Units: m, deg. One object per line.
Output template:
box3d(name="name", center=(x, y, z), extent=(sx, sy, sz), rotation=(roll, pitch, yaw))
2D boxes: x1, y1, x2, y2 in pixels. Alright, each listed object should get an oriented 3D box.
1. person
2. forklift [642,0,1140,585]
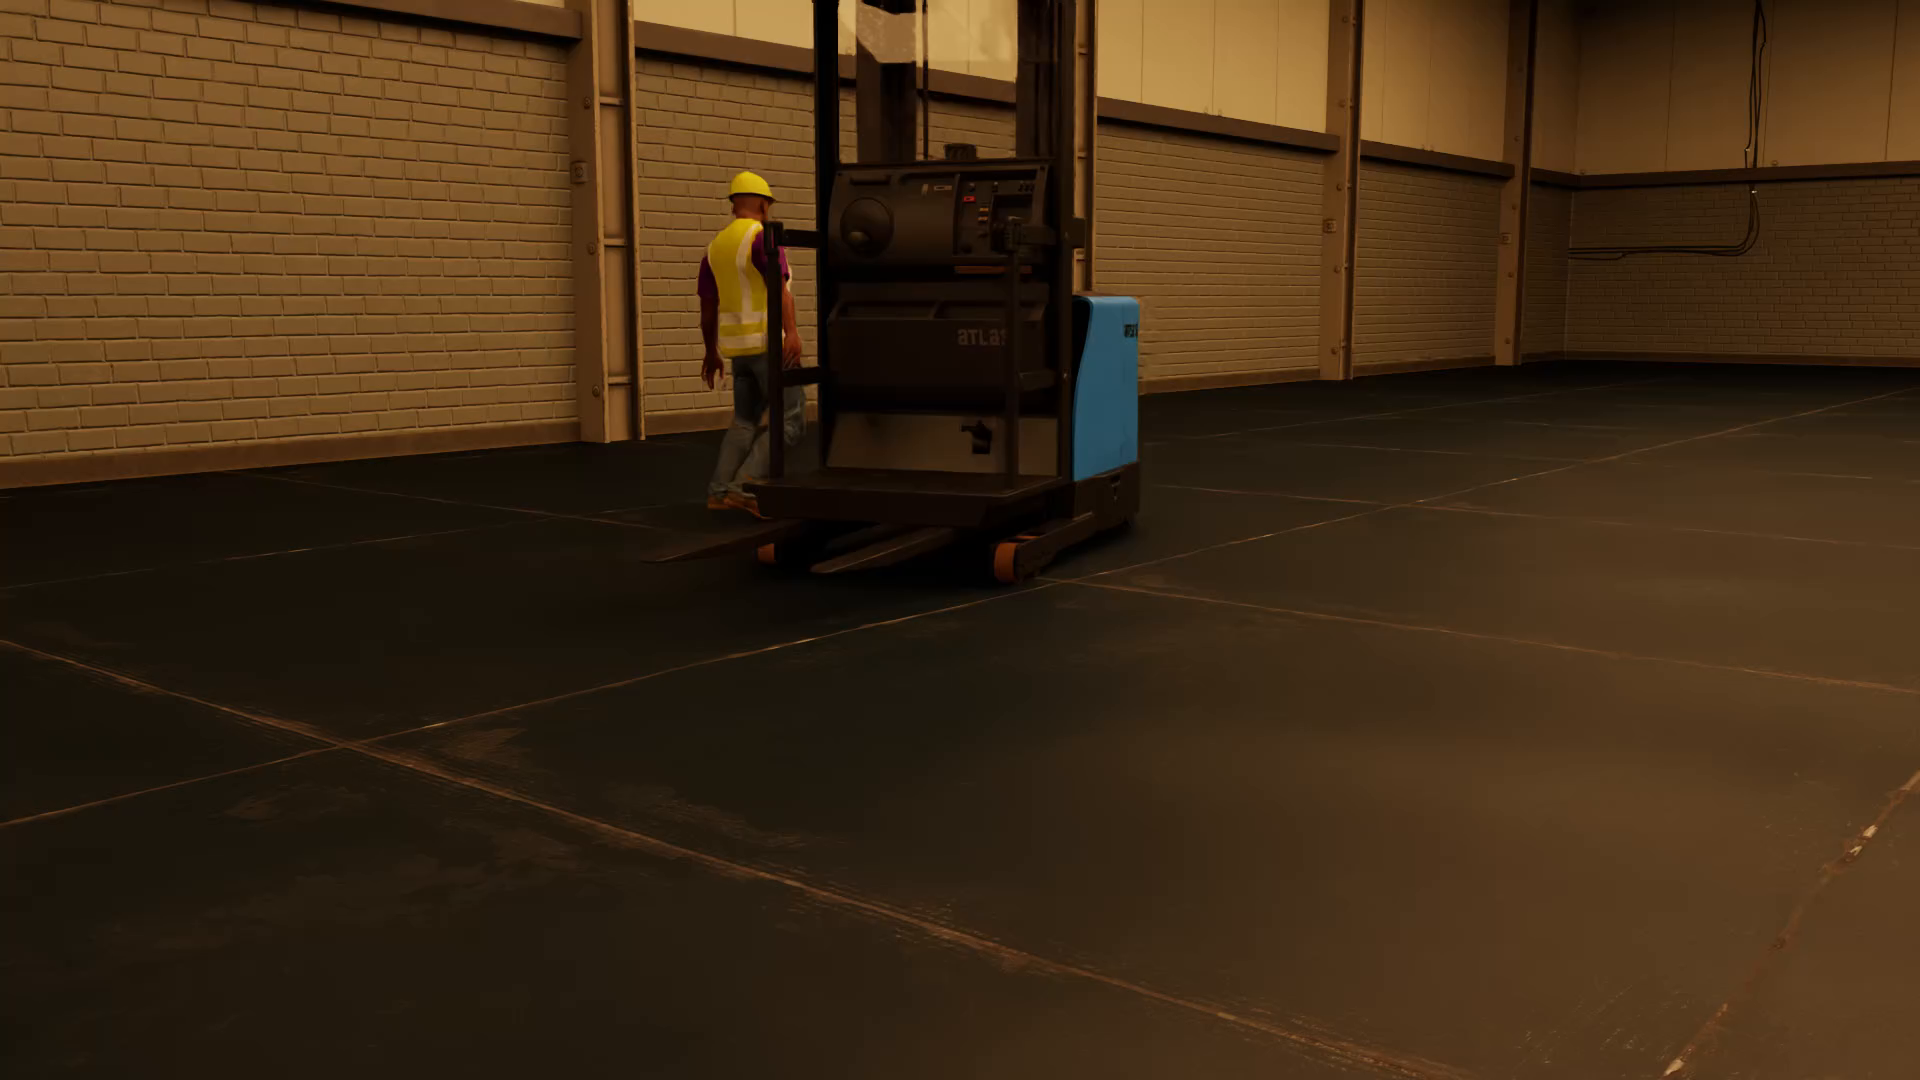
box3d(name="person", center=(-1.024, -0.964, 8.186), extent=(0.494, 1.688, 0.918), rotation=(-7, 11, -38))
box3d(name="forklift", center=(-0.170, -1.349, 6.500), extent=(1.130, 2.935, 3.031), rotation=(3, 9, 21))
